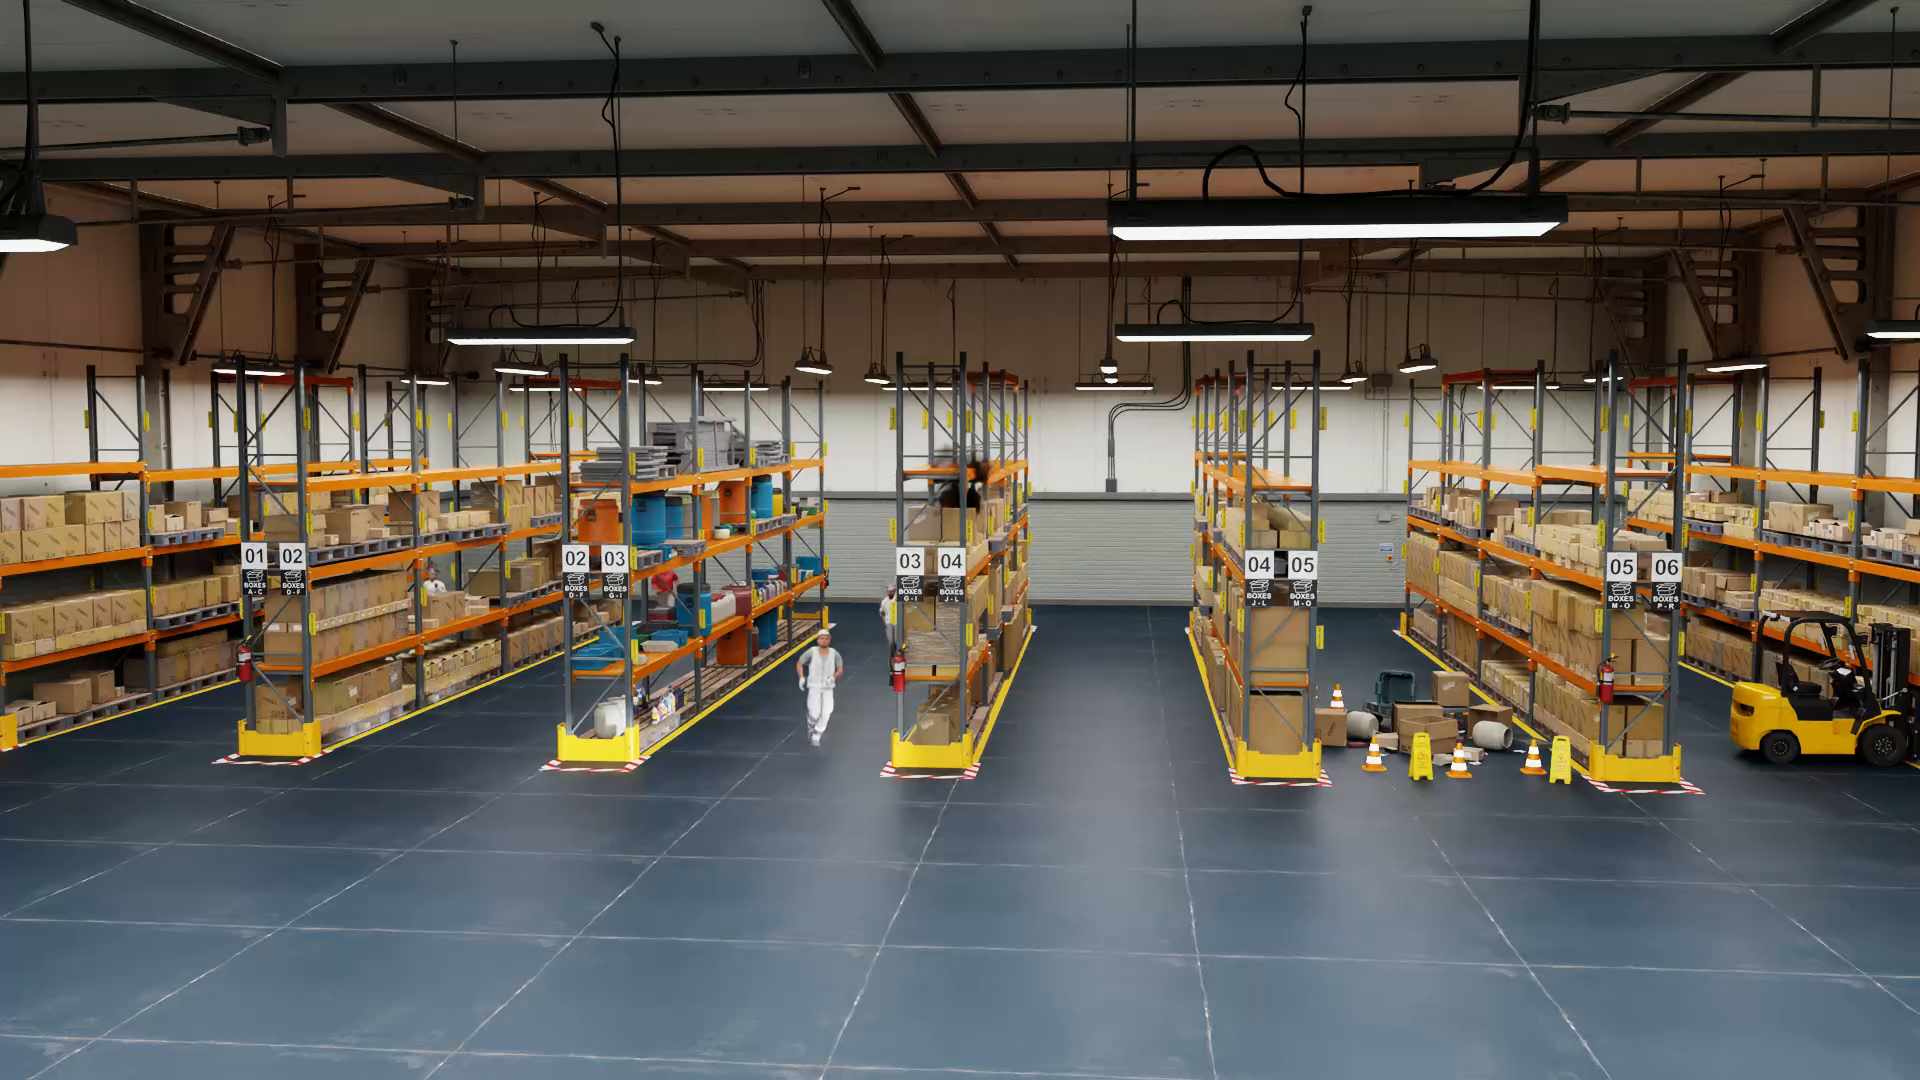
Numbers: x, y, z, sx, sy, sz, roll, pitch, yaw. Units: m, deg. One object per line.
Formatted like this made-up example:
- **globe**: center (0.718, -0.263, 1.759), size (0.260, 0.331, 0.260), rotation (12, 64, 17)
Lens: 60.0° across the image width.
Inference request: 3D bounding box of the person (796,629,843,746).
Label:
- **person**: center (-2.016, 2.148, 24.244), size (0.664, 1.694, 0.524), rotation (-1, 4, -17)

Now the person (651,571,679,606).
- **person**: center (-6.947, 1.352, 39.178), size (0.664, 1.700, 1.010), rotation (-1, 4, -9)

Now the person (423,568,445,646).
- **person**: center (-11.836, 1.481, 37.370), size (0.600, 1.709, 0.903), rotation (0, 4, -5)

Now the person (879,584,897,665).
- **person**: center (-1.393, 1.744, 34.329), size (0.565, 1.663, 0.485), rotation (0, 4, 1)
